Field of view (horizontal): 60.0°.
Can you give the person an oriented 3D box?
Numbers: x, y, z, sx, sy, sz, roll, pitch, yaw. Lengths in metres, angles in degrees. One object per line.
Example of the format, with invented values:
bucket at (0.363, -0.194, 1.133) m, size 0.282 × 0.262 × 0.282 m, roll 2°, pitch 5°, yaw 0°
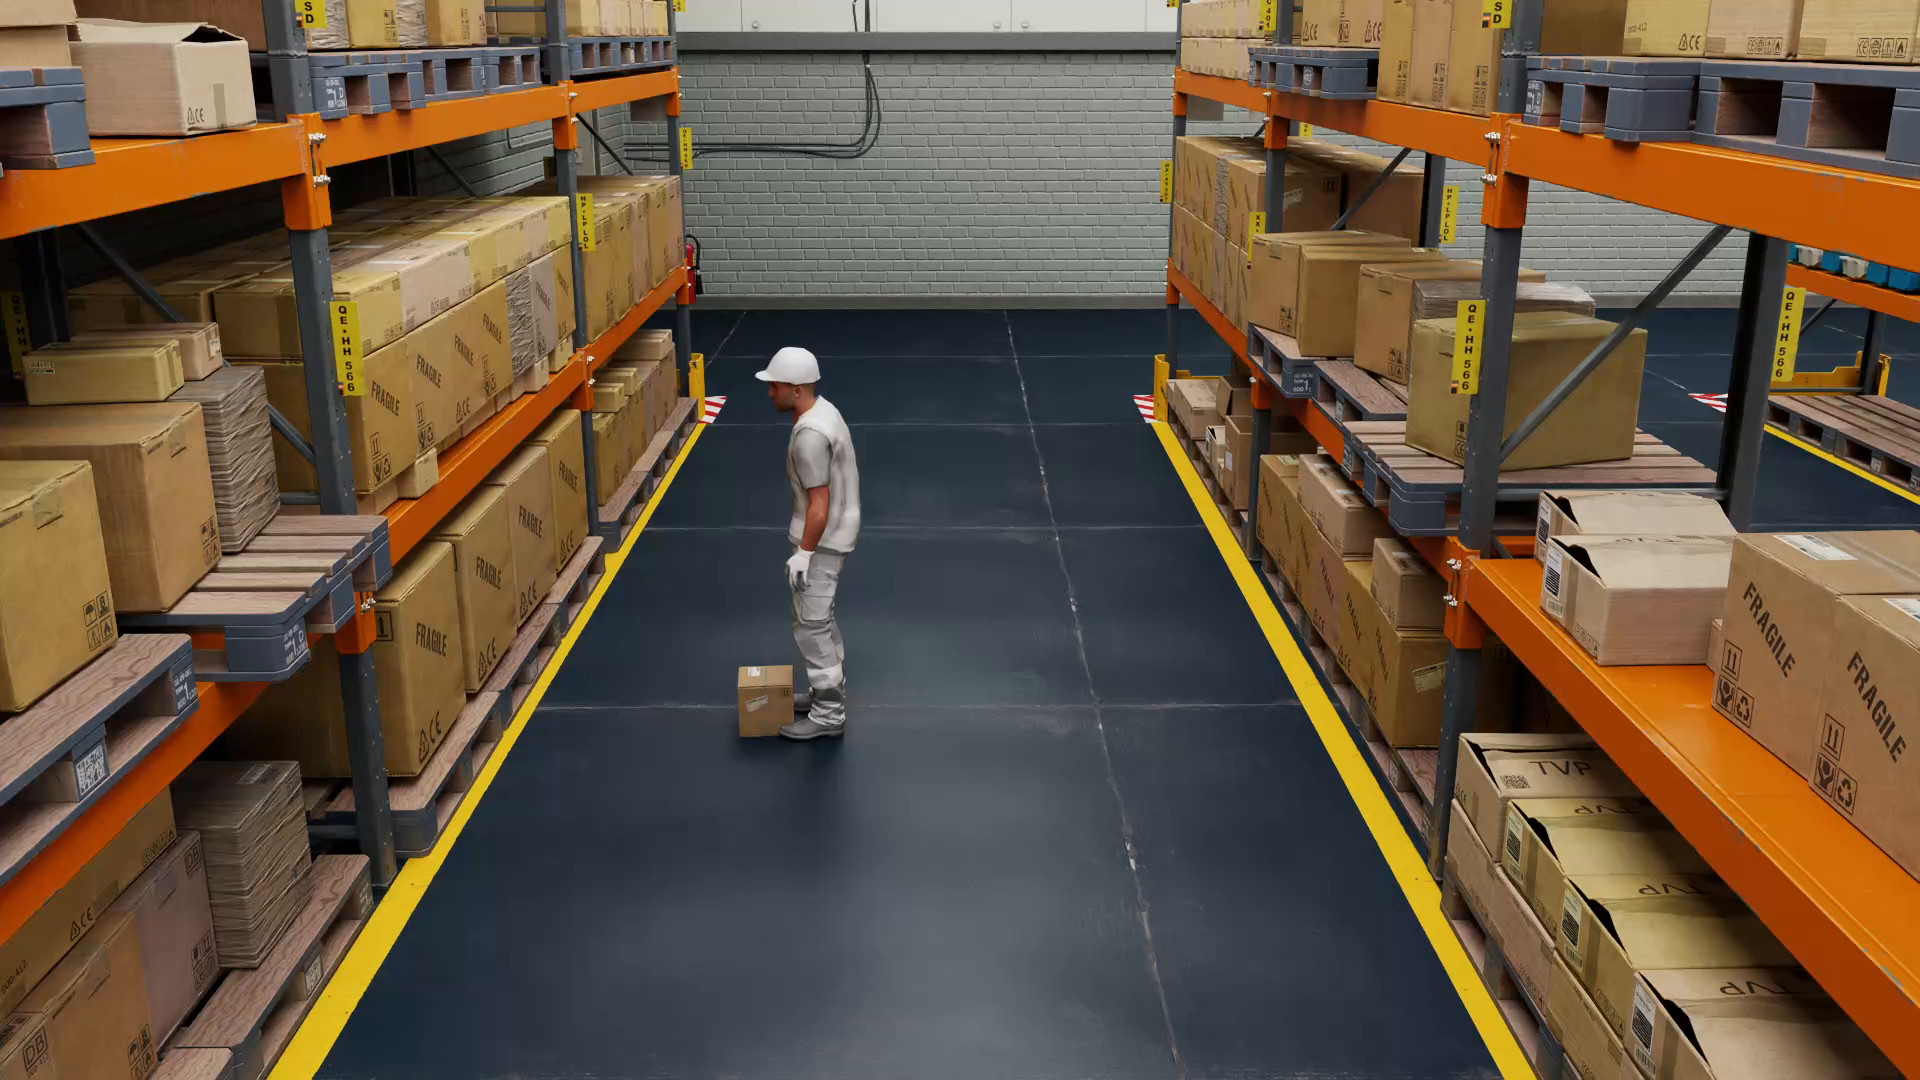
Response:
person at (-0.666, 0.012, 7.477) m, size 0.448 × 1.780 × 0.609 m, roll 0°, pitch 17°, yaw 0°
